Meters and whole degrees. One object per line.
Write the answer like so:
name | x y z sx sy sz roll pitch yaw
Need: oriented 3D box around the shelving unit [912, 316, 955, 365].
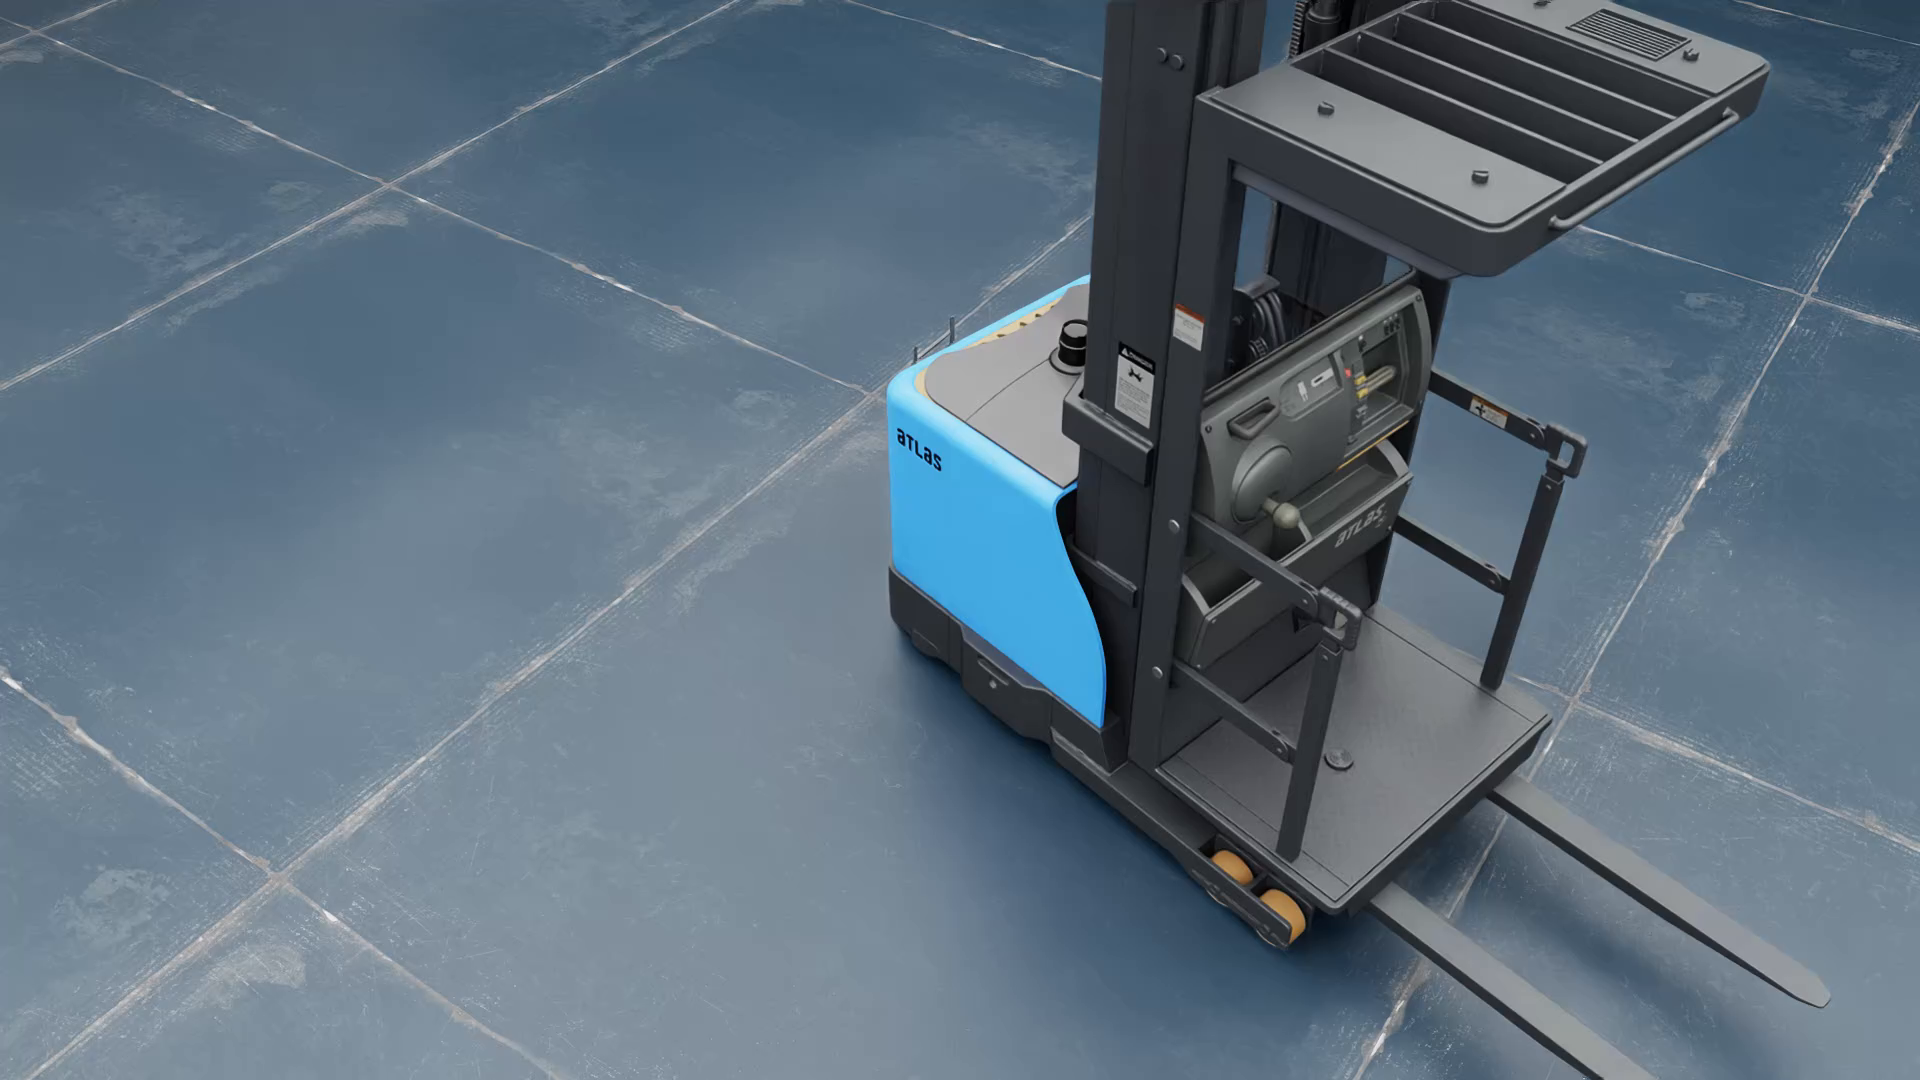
shelving unit | -0.007 -0.338 5.953 0.210 0.900 0.258 25 48 25

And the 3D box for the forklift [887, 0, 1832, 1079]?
forklift | 1.115 -0.284 4.369 1.130 2.935 3.031 -31 50 -30

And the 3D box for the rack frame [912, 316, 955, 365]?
rack frame | -0.090 -0.377 5.997 0.006 0.900 0.240 25 48 25
